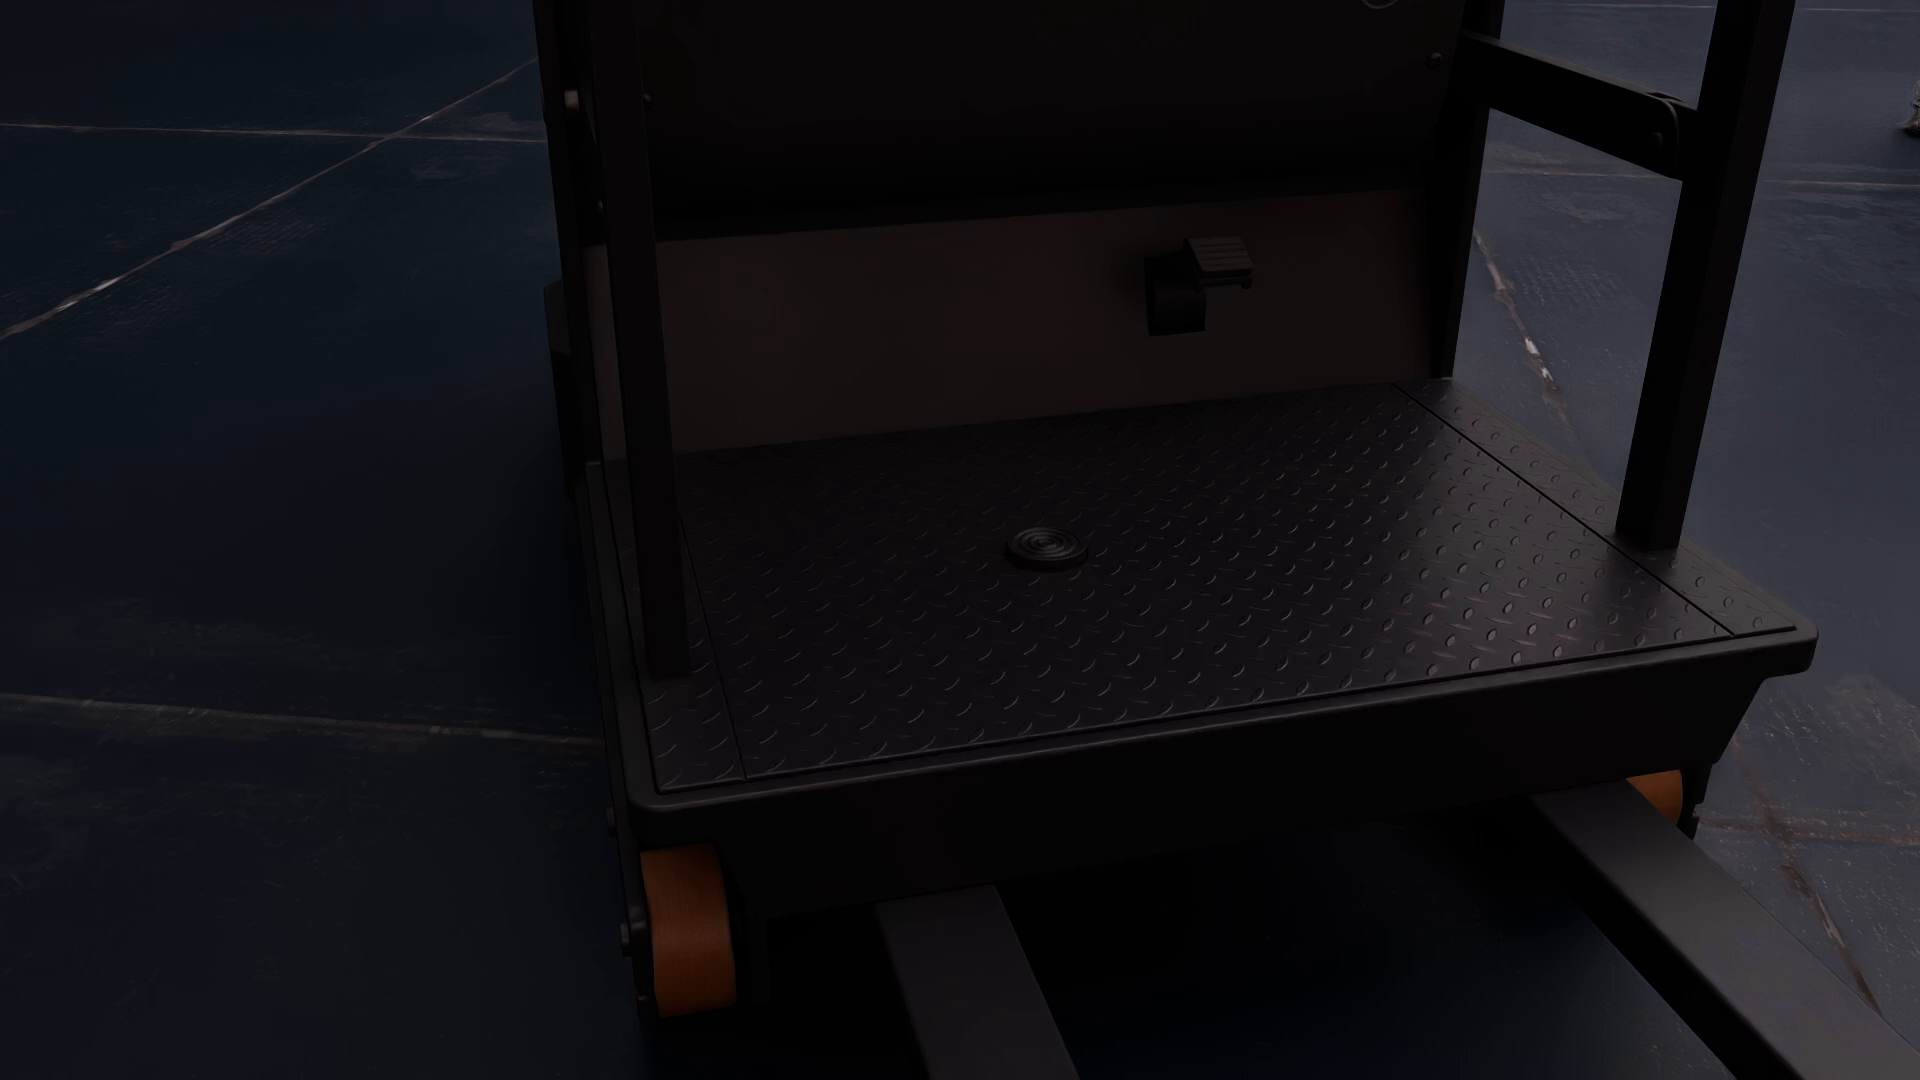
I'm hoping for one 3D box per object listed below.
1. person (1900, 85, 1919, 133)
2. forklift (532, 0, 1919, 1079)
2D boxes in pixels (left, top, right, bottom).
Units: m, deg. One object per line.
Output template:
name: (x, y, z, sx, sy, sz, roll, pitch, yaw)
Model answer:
person: (2.965, -1.883, 4.370, 0.661, 1.796, 0.522, 18, 32, 32)
forklift: (0.153, -1.049, 1.319, 1.130, 2.935, 3.031, -7, 27, -13)
